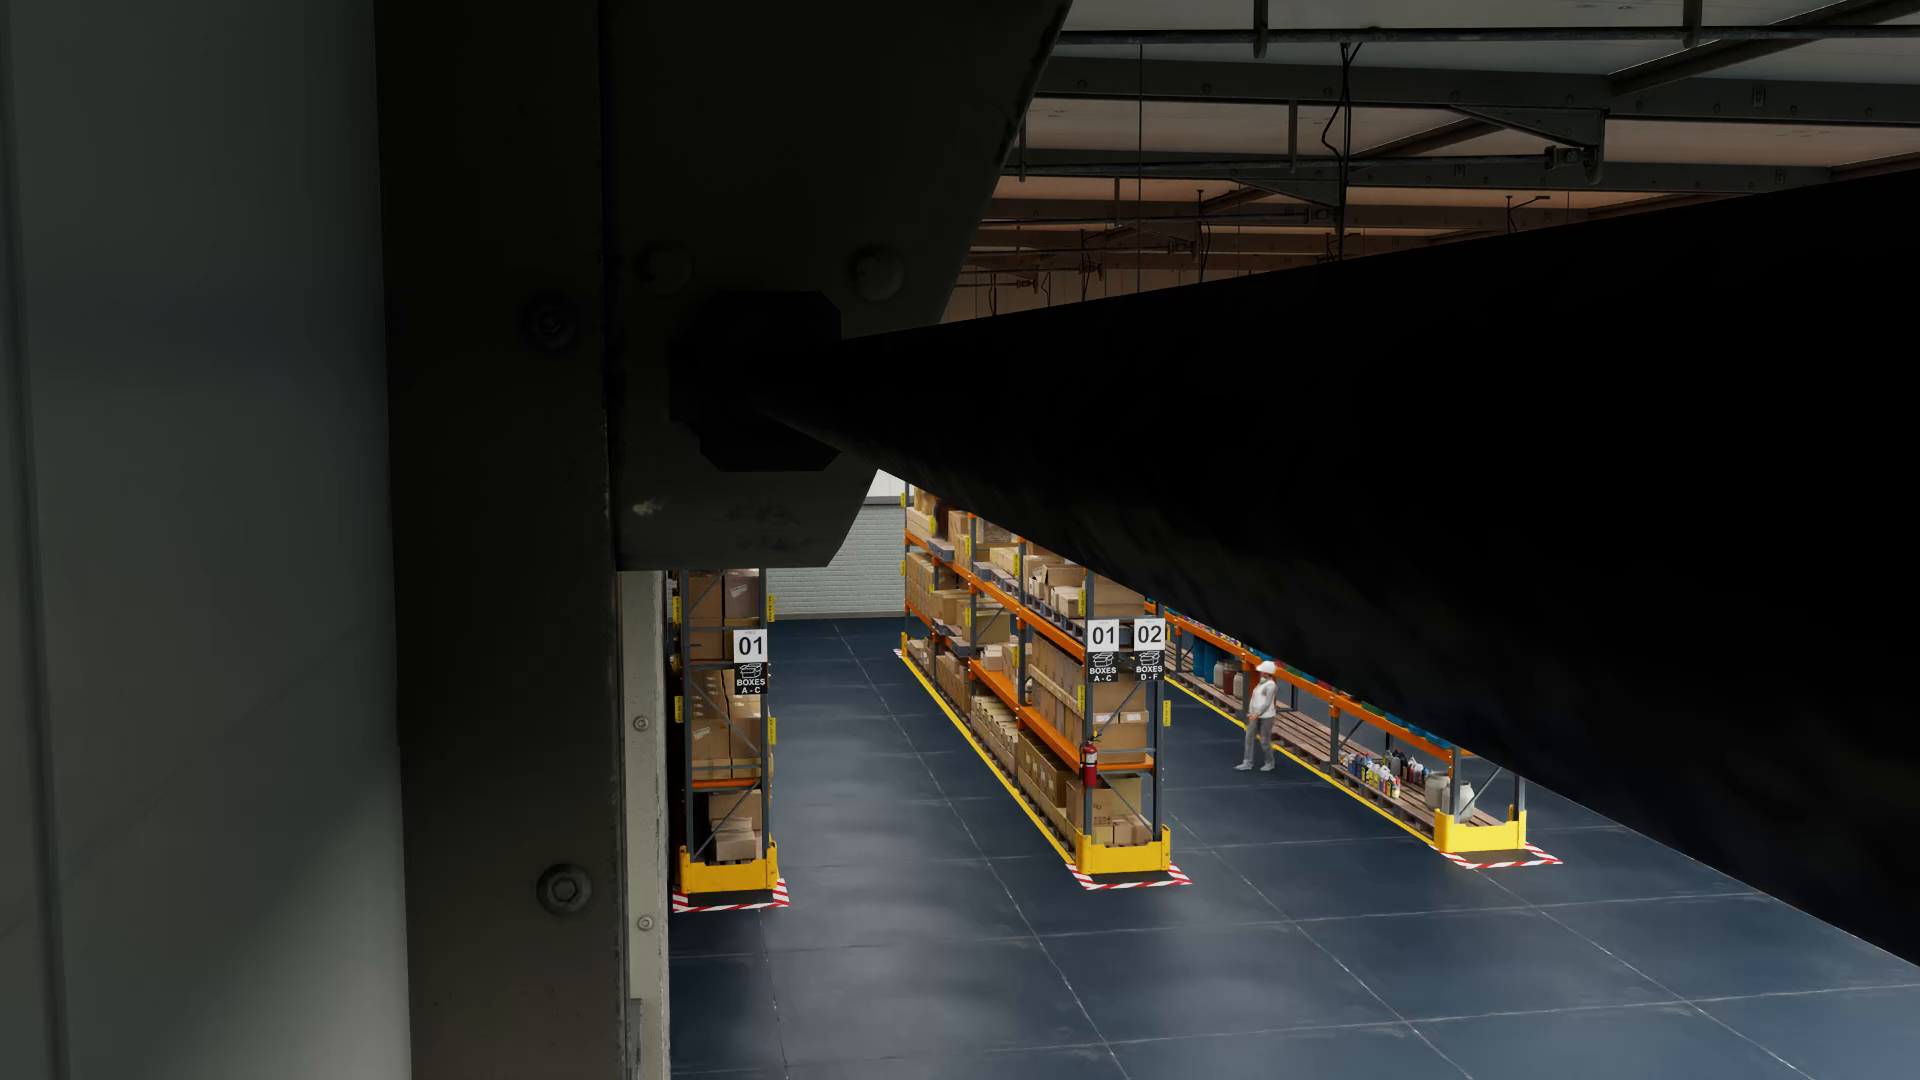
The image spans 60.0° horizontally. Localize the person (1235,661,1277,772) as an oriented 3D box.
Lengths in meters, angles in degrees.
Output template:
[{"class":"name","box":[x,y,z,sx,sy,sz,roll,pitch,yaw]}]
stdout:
[{"class":"person","box":[4.689,2.770,26.035,0.620,1.749,0.555,-4,7,-32]}]
